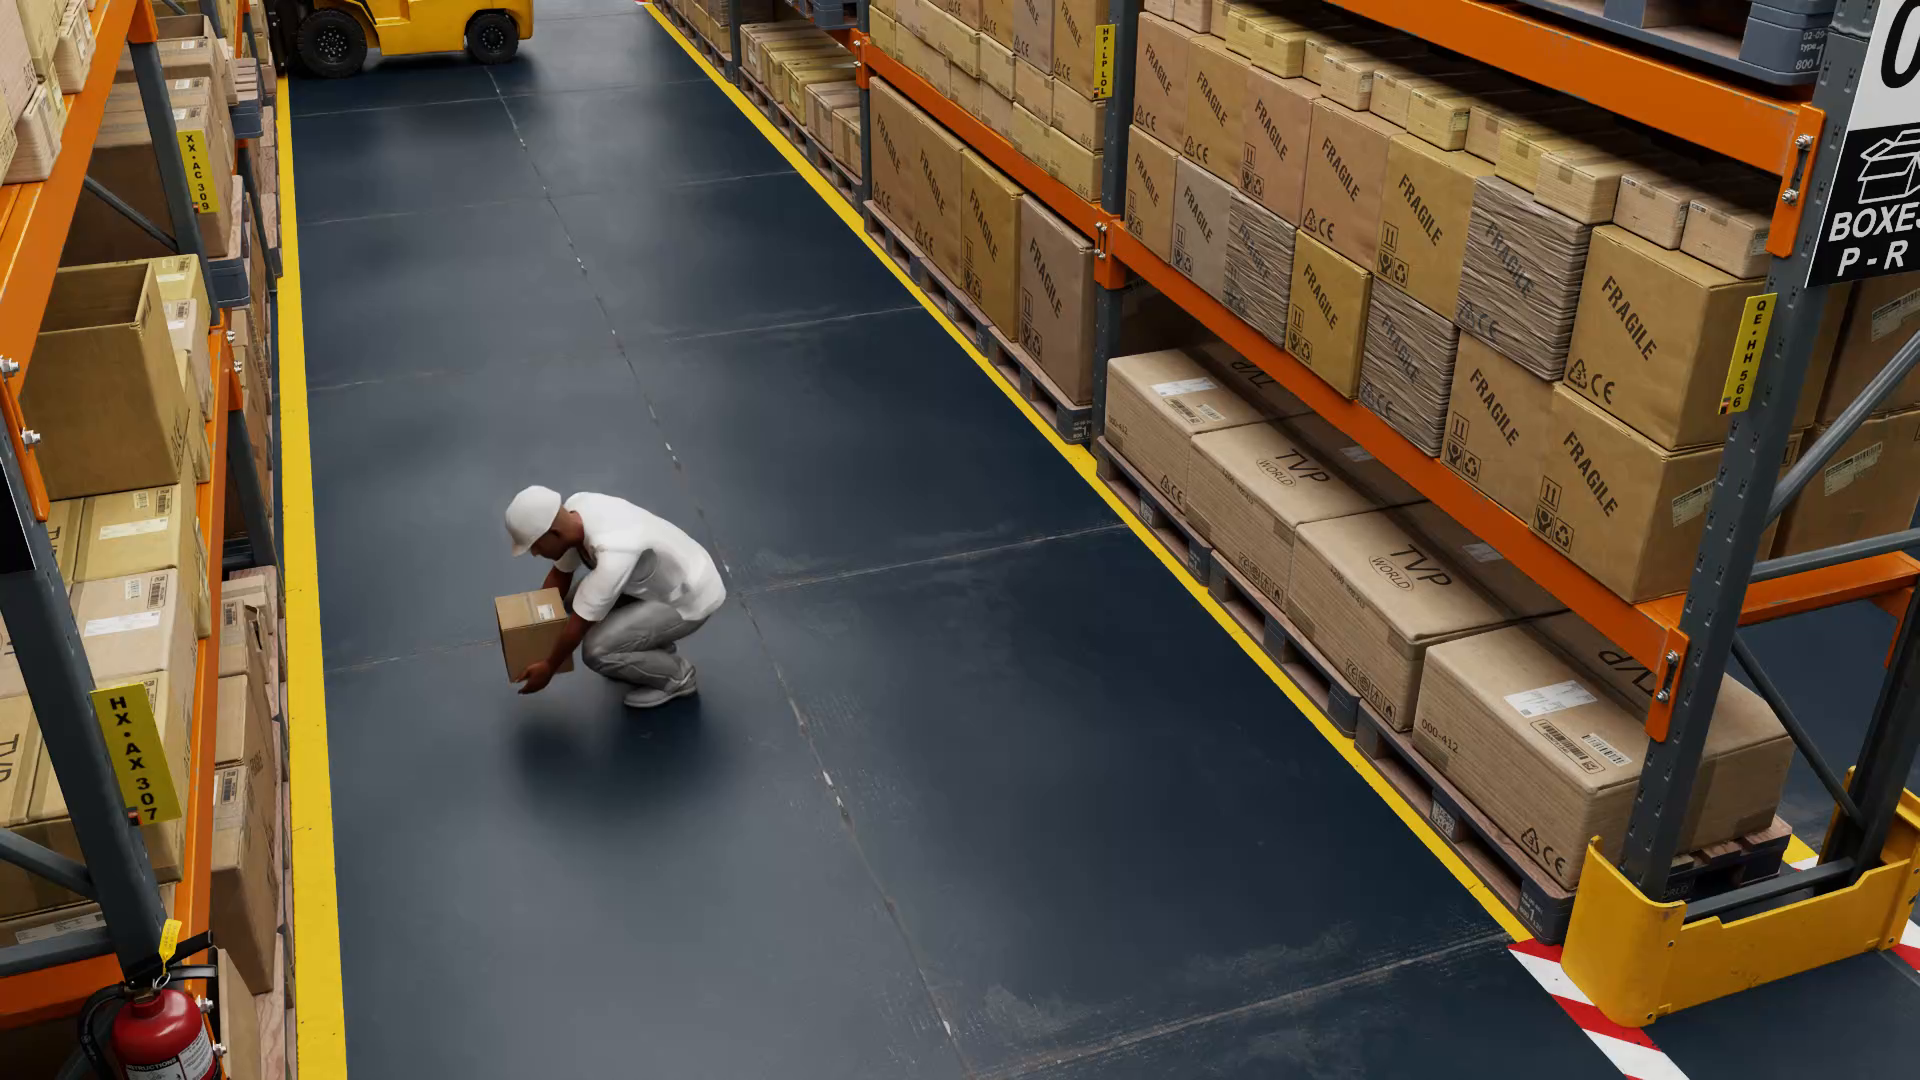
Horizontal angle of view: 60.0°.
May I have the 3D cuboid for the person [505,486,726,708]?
[{"bbox_3d":[-1.371,0.179,6.572,0.867,1.001,0.592,-10,31,-18],"label":"person"}]
